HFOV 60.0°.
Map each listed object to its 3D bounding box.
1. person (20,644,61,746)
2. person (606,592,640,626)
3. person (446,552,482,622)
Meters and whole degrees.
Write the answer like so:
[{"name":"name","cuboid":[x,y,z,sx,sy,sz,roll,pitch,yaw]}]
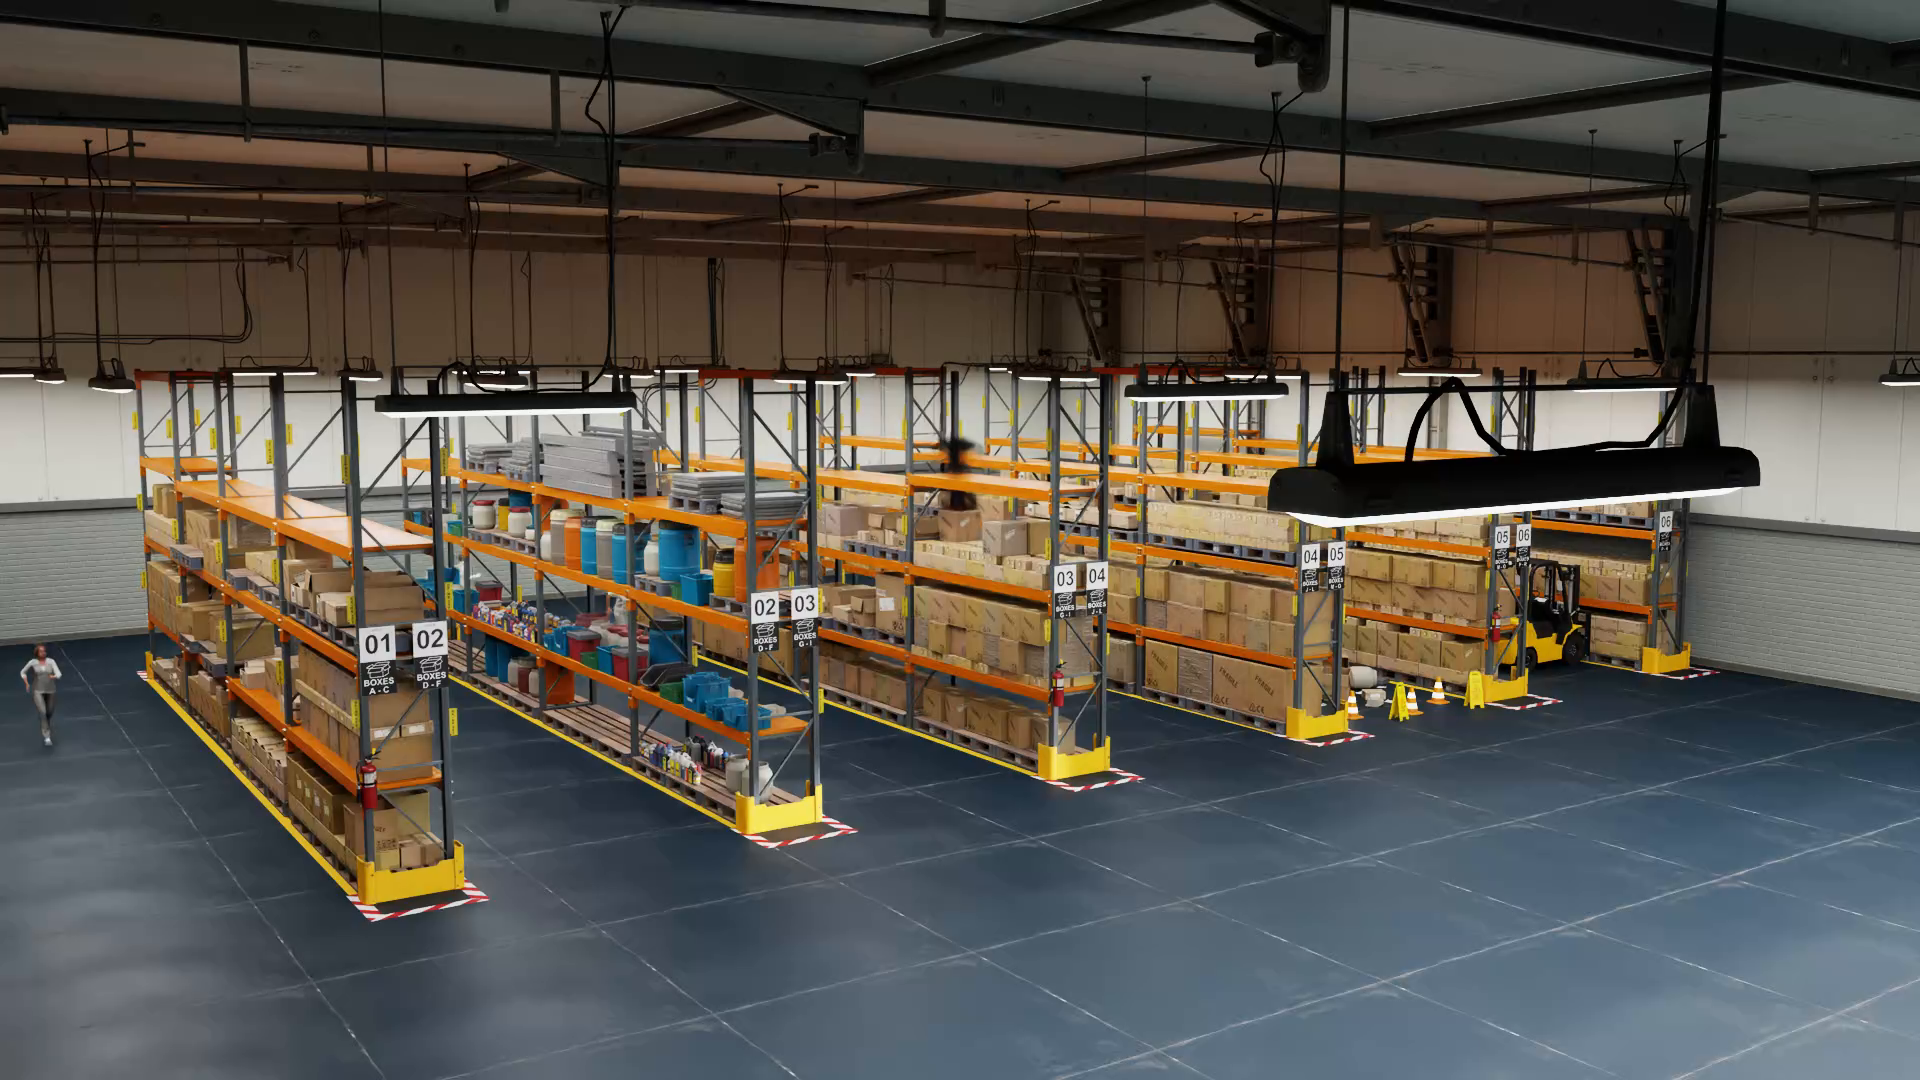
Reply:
[{"name":"person","cuboid":[-14.852,2.480,26.932,0.545,1.593,0.873,-6,9,-41]},{"name":"person","cuboid":[-6.982,1.574,34.776,0.737,1.698,0.651,5,8,39]},{"name":"person","cuboid":[-11.586,1.116,38.806,0.830,1.746,0.593,-2,7,-16]}]
